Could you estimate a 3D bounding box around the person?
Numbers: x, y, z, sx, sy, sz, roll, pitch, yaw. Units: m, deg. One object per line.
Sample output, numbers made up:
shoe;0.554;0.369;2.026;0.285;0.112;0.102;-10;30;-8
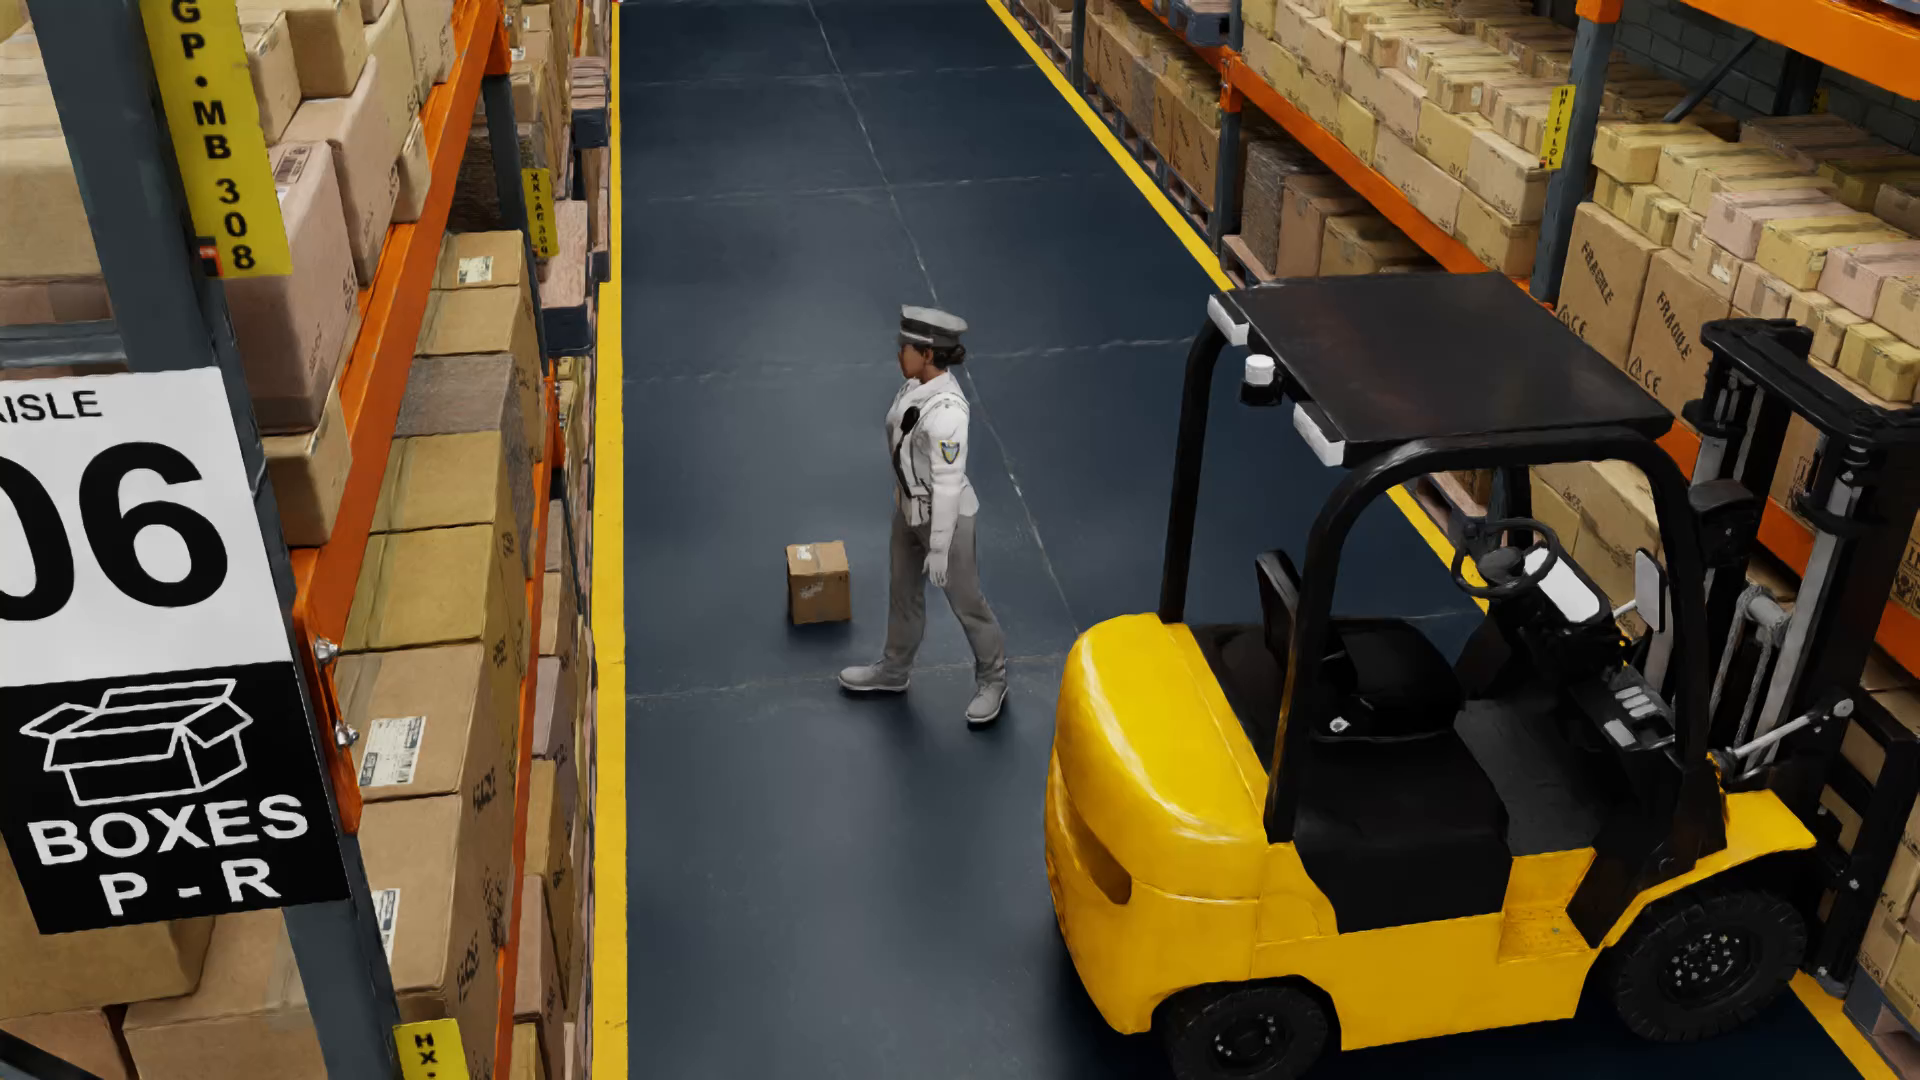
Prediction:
person;-0.153;-0.119;6.291;0.635;1.660;0.680;-9;32;-15
